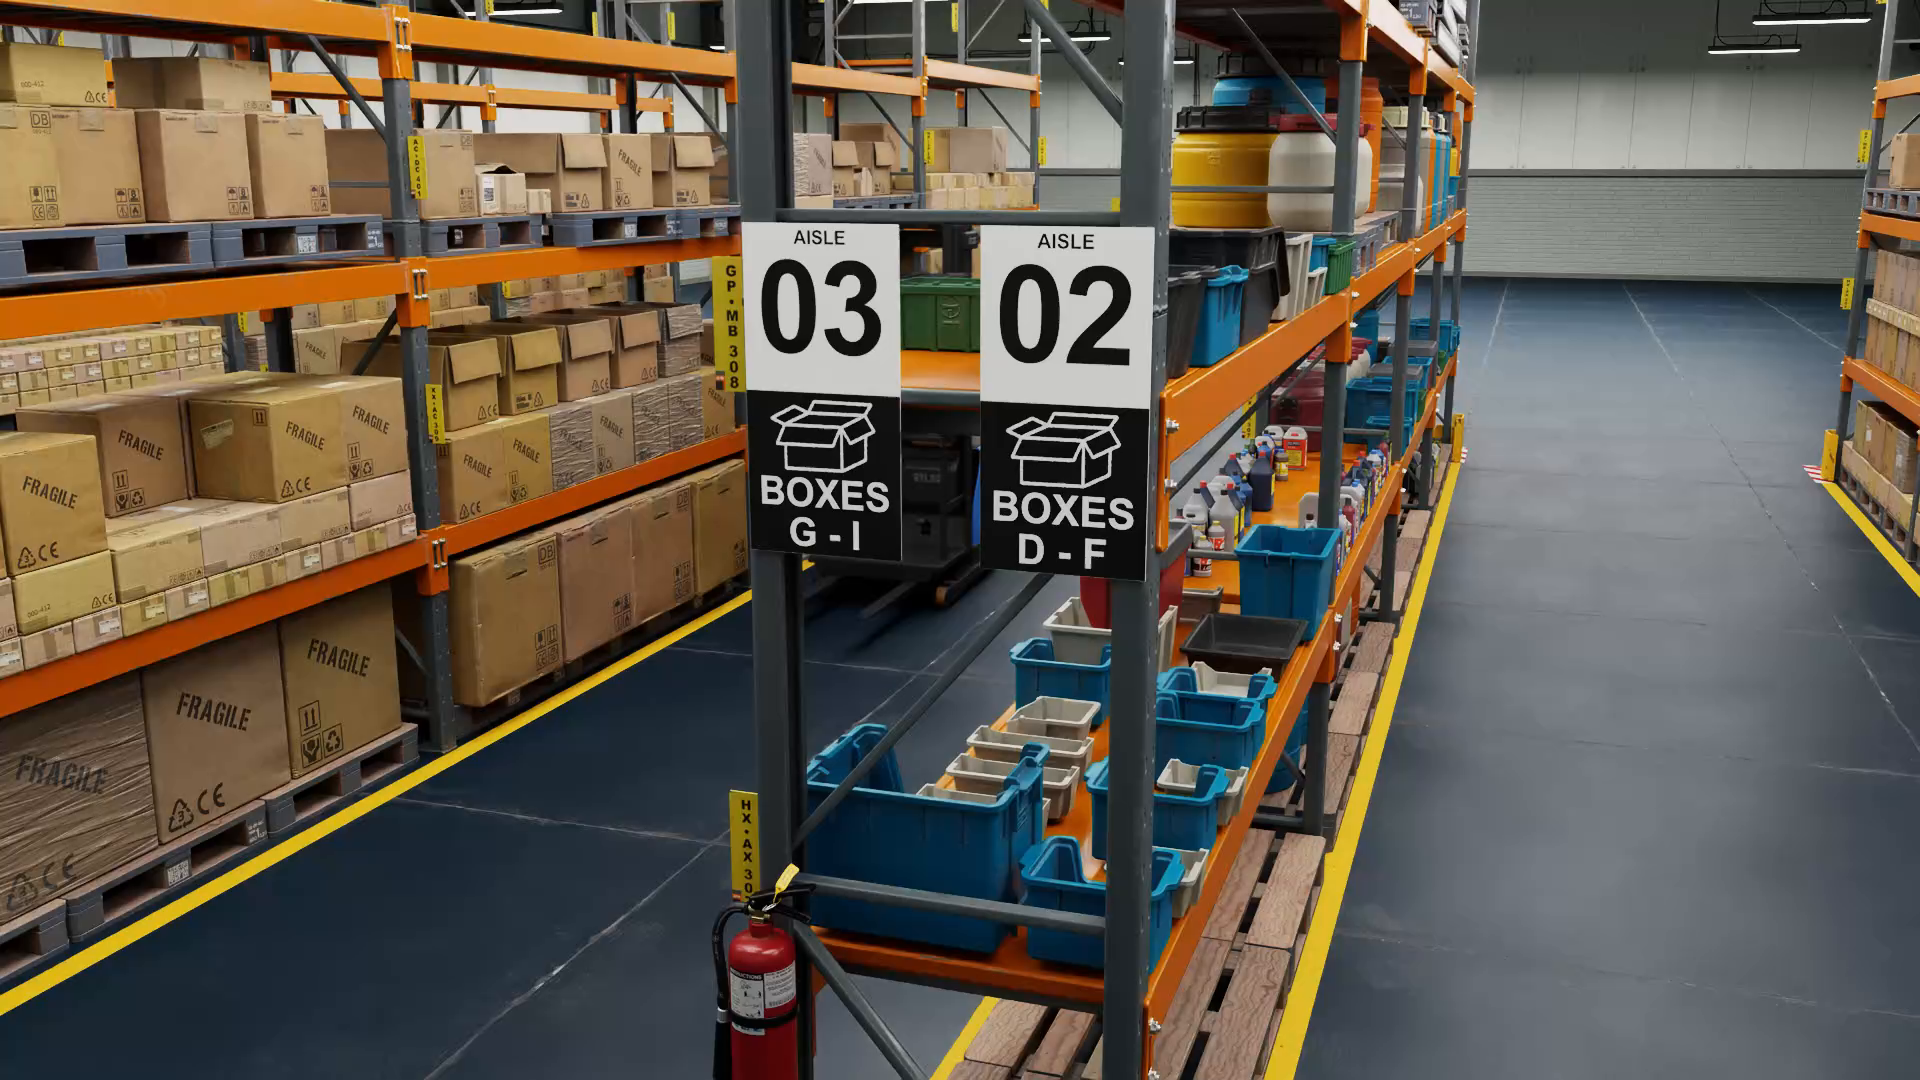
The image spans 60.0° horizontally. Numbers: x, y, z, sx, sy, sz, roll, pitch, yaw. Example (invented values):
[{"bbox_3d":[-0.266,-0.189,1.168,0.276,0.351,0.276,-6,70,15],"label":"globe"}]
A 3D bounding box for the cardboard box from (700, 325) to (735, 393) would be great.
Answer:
[{"bbox_3d":[-1.986,-1.485,13.584,0.500,0.500,0.500,3,13,11],"label":"cardboard box"}]

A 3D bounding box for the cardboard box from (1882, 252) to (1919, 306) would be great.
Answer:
[{"bbox_3d":[9.493,-2.547,16.265,0.700,0.500,0.500,4,13,17],"label":"cardboard box"}]

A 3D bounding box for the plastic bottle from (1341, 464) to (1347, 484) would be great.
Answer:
[{"bbox_3d":[2.271,-0.316,9.895,0.061,0.283,0.133,4,14,18],"label":"plastic bottle"}]

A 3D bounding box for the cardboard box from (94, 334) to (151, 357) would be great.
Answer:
[{"bbox_3d":[-6.759,-1.565,13.387,0.380,0.149,0.250,5,14,20],"label":"cardboard box"}]

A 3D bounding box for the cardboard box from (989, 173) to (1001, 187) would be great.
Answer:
[{"bbox_3d":[0.243,-4.028,18.597,0.380,0.149,0.250,4,13,16],"label":"cardboard box"}]

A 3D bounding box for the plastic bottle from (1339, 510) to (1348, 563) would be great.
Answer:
[{"bbox_3d":[1.962,-0.023,8.636,0.097,0.271,0.097,0,13,0],"label":"plastic bottle"}]

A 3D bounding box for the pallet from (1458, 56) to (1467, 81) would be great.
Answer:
[{"bbox_3d":[4.492,-4.671,16.555,1.003,0.211,1.213,4,14,18],"label":"pallet"}]

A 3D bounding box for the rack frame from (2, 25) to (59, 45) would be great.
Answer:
[{"bbox_3d":[-13.609,-6.794,24.532,1.000,3.000,0.127,4,14,18],"label":"rack frame"}]

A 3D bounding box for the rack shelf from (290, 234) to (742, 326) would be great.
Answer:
[{"bbox_3d":[-2.770,-1.805,11.032,1.077,0.370,4.000,4,14,18],"label":"rack shelf"}]

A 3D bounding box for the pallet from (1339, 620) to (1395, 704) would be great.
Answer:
[{"bbox_3d":[2.348,0.770,11.139,1.003,0.211,1.213,4,14,18],"label":"pallet"}]

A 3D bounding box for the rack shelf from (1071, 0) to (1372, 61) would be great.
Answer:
[{"bbox_3d":[0.623,-1.874,5.491,1.077,0.370,4.000,4,14,18],"label":"rack shelf"}]

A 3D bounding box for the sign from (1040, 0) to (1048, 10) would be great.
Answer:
[{"bbox_3d":[0.984,-6.212,19.528,0.100,0.325,0.005,4,14,18],"label":"sign"}]

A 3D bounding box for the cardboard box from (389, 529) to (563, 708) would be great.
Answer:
[{"bbox_3d":[-3.229,0.422,10.228,1.225,0.875,0.875,4,14,19],"label":"cardboard box"}]

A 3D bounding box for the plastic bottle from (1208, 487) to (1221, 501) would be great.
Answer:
[{"bbox_3d":[1.373,-0.145,9.160,0.152,0.276,0.135,4,14,18],"label":"plastic bottle"}]

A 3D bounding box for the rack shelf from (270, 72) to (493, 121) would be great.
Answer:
[{"bbox_3d":[-6.136,-4.293,16.091,1.077,0.370,4.000,4,14,18],"label":"rack shelf"}]

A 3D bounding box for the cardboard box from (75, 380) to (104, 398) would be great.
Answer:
[{"bbox_3d":[-6.928,-1.169,12.989,0.380,0.149,0.250,5,14,20],"label":"cardboard box"}]

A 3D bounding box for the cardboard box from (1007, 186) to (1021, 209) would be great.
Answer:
[{"bbox_3d":[0.391,-3.963,19.208,0.500,0.250,0.500,4,14,19],"label":"cardboard box"}]

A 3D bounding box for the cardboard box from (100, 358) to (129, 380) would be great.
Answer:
[{"bbox_3d":[-6.844,-1.367,13.188,0.380,0.149,0.250,4,14,18],"label":"cardboard box"}]

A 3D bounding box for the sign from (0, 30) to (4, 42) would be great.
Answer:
[{"bbox_3d":[-14.132,-7.368,24.591,0.100,0.325,0.005,4,14,18],"label":"sign"}]

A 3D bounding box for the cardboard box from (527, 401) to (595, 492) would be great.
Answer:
[{"bbox_3d":[-2.707,-0.611,10.701,0.500,0.500,0.500,4,13,17],"label":"cardboard box"}]

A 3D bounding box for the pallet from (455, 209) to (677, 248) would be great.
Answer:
[{"bbox_3d":[-2.640,-2.110,11.175,1.003,0.211,1.213,5,14,21],"label":"pallet"}]

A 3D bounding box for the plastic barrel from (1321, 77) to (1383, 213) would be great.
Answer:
[{"bbox_3d":[2.378,-2.515,10.618,0.600,0.830,0.708,4,14,18],"label":"plastic barrel"}]

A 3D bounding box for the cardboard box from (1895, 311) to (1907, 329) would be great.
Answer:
[{"bbox_3d":[9.009,-2.059,15.588,0.380,0.149,0.250,4,14,19],"label":"cardboard box"}]

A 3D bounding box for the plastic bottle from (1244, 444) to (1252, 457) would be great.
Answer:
[{"bbox_3d":[1.807,-0.463,10.536,0.061,0.283,0.133,4,14,18],"label":"plastic bottle"}]

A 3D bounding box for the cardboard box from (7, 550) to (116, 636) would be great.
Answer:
[{"bbox_3d":[-3.972,0.201,7.036,0.500,0.250,0.500,4,13,17],"label":"cardboard box"}]

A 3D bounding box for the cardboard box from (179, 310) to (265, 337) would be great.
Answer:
[{"bbox_3d":[-6.628,-2.123,15.078,0.700,0.500,0.500,4,14,18],"label":"cardboard box"}]

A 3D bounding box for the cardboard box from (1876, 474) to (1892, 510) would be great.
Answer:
[{"bbox_3d":[8.806,-0.431,15.373,0.500,0.250,0.500,4,14,18],"label":"cardboard box"}]

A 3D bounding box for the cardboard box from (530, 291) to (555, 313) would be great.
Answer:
[{"bbox_3d":[-5.224,-2.604,19.321,0.875,0.550,0.550,4,14,18],"label":"cardboard box"}]

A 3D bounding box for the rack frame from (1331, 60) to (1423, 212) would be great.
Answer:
[{"bbox_3d":[2.564,-3.683,10.901,1.000,3.000,0.127,4,14,18],"label":"rack frame"}]

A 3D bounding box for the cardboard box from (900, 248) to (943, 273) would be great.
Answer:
[{"bbox_3d":[-0.442,-2.715,17.000,0.500,0.500,0.500,4,14,18],"label":"cardboard box"}]

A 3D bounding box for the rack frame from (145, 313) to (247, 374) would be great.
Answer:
[{"bbox_3d":[-6.783,-1.493,14.789,1.000,3.000,0.127,4,14,18],"label":"rack frame"}]

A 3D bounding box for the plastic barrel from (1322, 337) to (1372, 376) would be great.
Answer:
[{"bbox_3d":[3.341,-1.481,14.430,0.433,0.535,0.433,0,13,0],"label":"plastic barrel"}]

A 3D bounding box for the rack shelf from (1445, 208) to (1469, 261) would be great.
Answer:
[{"bbox_3d":[4.505,-3.133,16.850,1.077,0.370,4.000,4,14,18],"label":"rack shelf"}]

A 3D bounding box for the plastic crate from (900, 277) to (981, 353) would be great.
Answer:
[{"bbox_3d":[0.024,-0.661,4.879,0.450,0.188,0.336,4,14,18],"label":"plastic crate"}]

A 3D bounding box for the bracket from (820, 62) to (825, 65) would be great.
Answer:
[{"bbox_3d":[-3.934,-15.220,53.360,0.076,0.066,3.189,4,14,18],"label":"bracket"}]

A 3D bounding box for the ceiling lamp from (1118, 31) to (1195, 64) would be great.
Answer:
[{"bbox_3d":[5.256,-14.187,43.805,2.000,3.185,0.800,4,14,18],"label":"ceiling lamp"}]

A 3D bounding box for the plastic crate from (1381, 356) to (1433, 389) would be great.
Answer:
[{"bbox_3d":[3.796,-1.338,14.145,0.392,0.384,0.575,4,14,18],"label":"plastic crate"}]

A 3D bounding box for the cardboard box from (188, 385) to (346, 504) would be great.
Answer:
[{"bbox_3d":[-3.479,-0.489,8.372,0.500,0.500,0.500,4,14,19],"label":"cardboard box"}]

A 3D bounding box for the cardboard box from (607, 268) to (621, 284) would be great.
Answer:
[{"bbox_3d":[-4.752,-3.471,20.692,0.875,0.550,0.550,4,14,18],"label":"cardboard box"}]

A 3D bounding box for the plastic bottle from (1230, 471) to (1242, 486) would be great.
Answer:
[{"bbox_3d":[1.604,-0.270,9.718,0.097,0.271,0.097,0,13,0],"label":"plastic bottle"}]

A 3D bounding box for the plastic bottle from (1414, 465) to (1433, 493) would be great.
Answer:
[{"bbox_3d":[4.455,-0.593,15.975,0.152,0.276,0.135,5,14,20],"label":"plastic bottle"}]

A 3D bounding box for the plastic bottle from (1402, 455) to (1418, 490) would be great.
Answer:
[{"bbox_3d":[4.376,-0.674,16.164,0.144,0.351,0.185,4,14,18],"label":"plastic bottle"}]

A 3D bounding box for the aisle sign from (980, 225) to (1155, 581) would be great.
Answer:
[{"bbox_3d":[0.233,-0.305,3.739,0.394,0.787,0.004,4,14,18],"label":"aisle sign"}]

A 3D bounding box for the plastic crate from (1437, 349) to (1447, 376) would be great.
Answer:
[{"bbox_3d":[4.565,-1.763,16.445,0.450,0.188,0.662,4,14,18],"label":"plastic crate"}]

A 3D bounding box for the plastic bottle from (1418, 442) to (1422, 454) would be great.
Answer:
[{"bbox_3d":[4.765,-0.871,17.179,0.061,0.283,0.133,4,14,18],"label":"plastic bottle"}]

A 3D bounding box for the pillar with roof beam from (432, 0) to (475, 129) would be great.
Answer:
[{"bbox_3d":[-6.731,-8.929,33.886,9.100,9.000,0.548,4,14,18],"label":"pillar with roof beam"}]

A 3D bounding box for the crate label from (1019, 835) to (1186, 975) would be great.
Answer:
[{"bbox_3d":[0.367,0.950,4.325,0.416,0.233,0.303,4,14,18],"label":"crate label"}]

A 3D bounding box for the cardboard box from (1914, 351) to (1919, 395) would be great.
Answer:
[{"bbox_3d":[8.846,-1.497,14.582,0.700,0.500,0.500,4,14,18],"label":"cardboard box"}]

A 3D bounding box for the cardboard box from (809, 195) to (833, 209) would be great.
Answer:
[{"bbox_3d":[-1.406,-2.802,14.118,0.500,0.250,0.500,5,14,20],"label":"cardboard box"}]

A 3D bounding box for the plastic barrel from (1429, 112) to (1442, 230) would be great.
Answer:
[{"bbox_3d":[3.476,-2.909,13.125,0.600,0.901,0.708,4,14,18],"label":"plastic barrel"}]

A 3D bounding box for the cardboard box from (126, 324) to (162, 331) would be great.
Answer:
[{"bbox_3d":[-7.117,-1.781,14.335,0.380,0.149,0.250,4,14,18],"label":"cardboard box"}]

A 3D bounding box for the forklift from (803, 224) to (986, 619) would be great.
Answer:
[{"bbox_3d":[-0.516,-1.012,12.834,1.130,2.935,3.031,4,13,17],"label":"forklift"}]

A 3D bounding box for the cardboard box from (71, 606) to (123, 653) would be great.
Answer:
[{"bbox_3d":[-3.870,0.370,7.189,0.380,0.149,0.250,4,14,18],"label":"cardboard box"}]

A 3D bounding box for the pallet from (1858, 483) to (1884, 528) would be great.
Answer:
[{"bbox_3d":[9.234,-0.306,15.853,1.003,0.211,1.213,4,14,18],"label":"pallet"}]
